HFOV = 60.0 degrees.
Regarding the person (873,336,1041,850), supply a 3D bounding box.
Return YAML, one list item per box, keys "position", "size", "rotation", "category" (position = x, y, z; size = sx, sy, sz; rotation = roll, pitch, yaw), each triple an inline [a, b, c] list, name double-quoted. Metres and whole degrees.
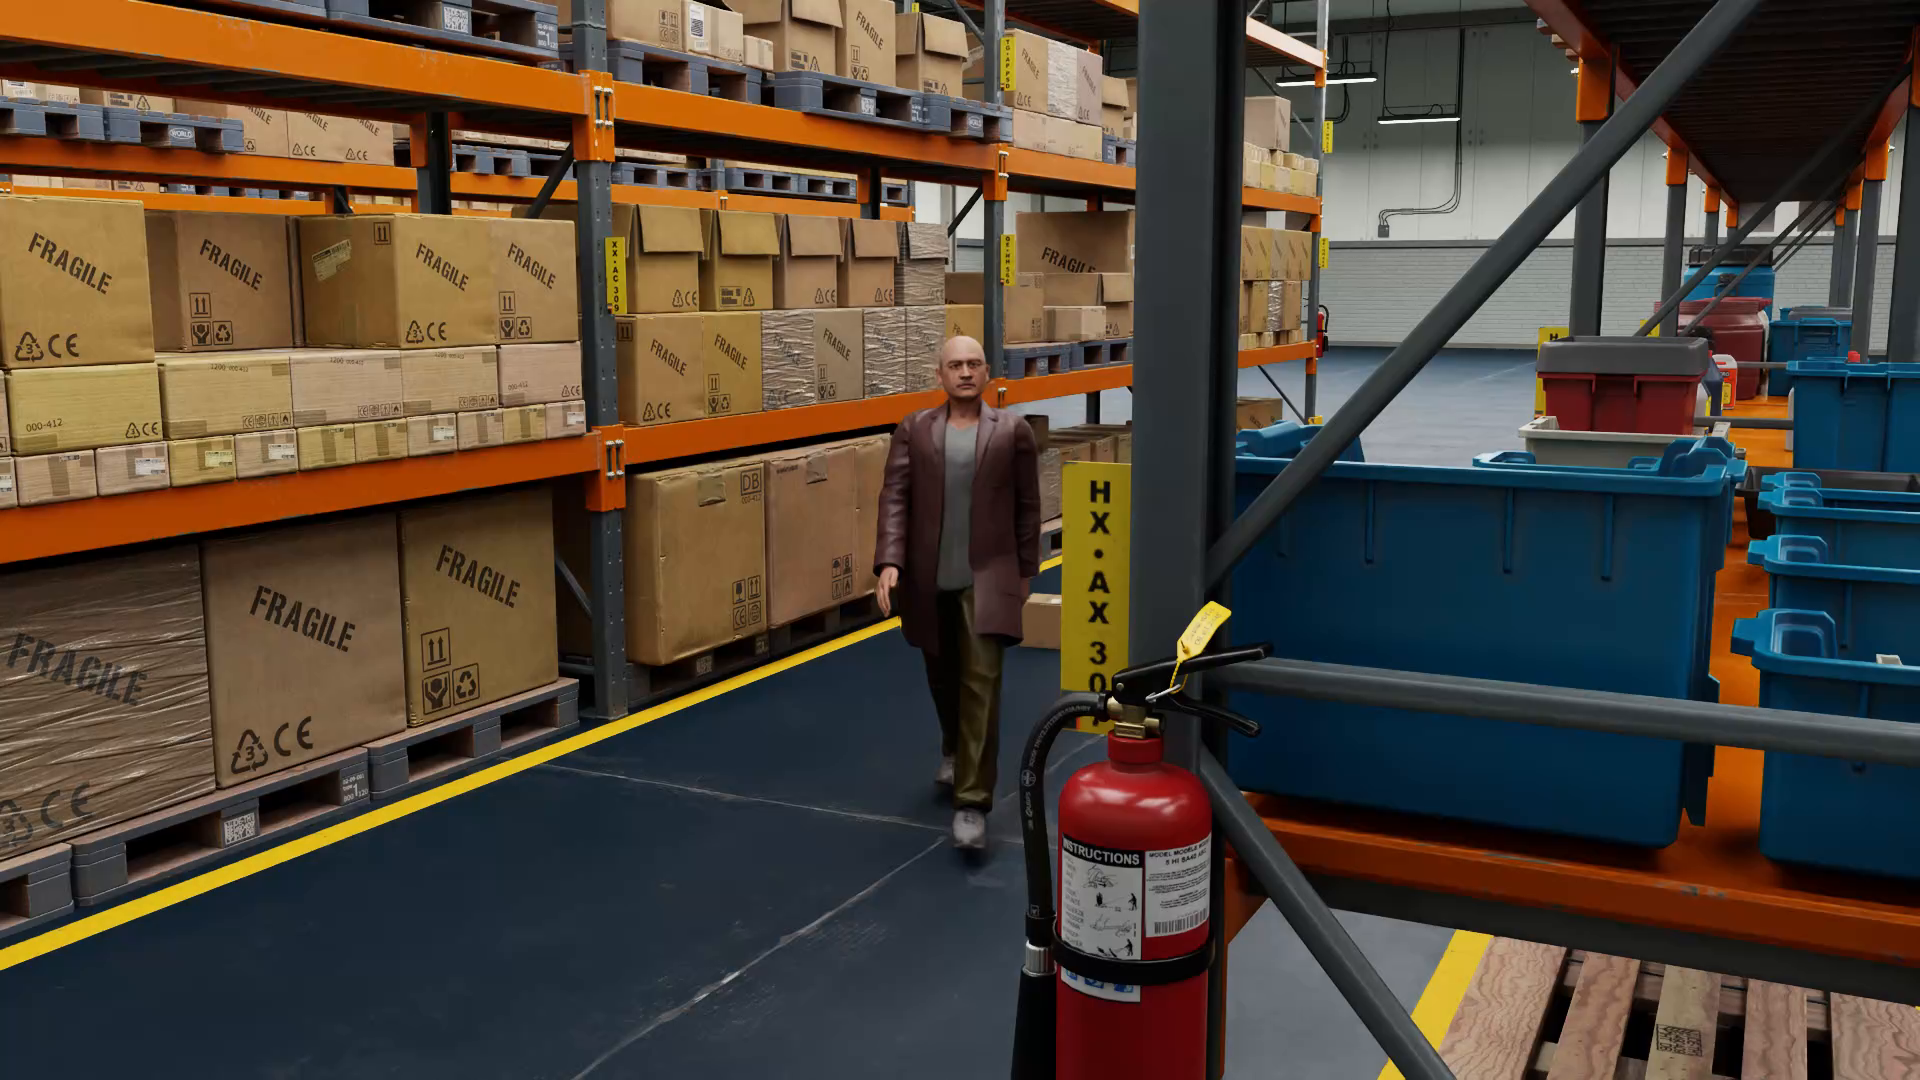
- position: [-0.024, 0.136, 5.960]
  size: [0.569, 1.717, 1.090]
  rotation: [2, 9, 10]
  category: "person"
